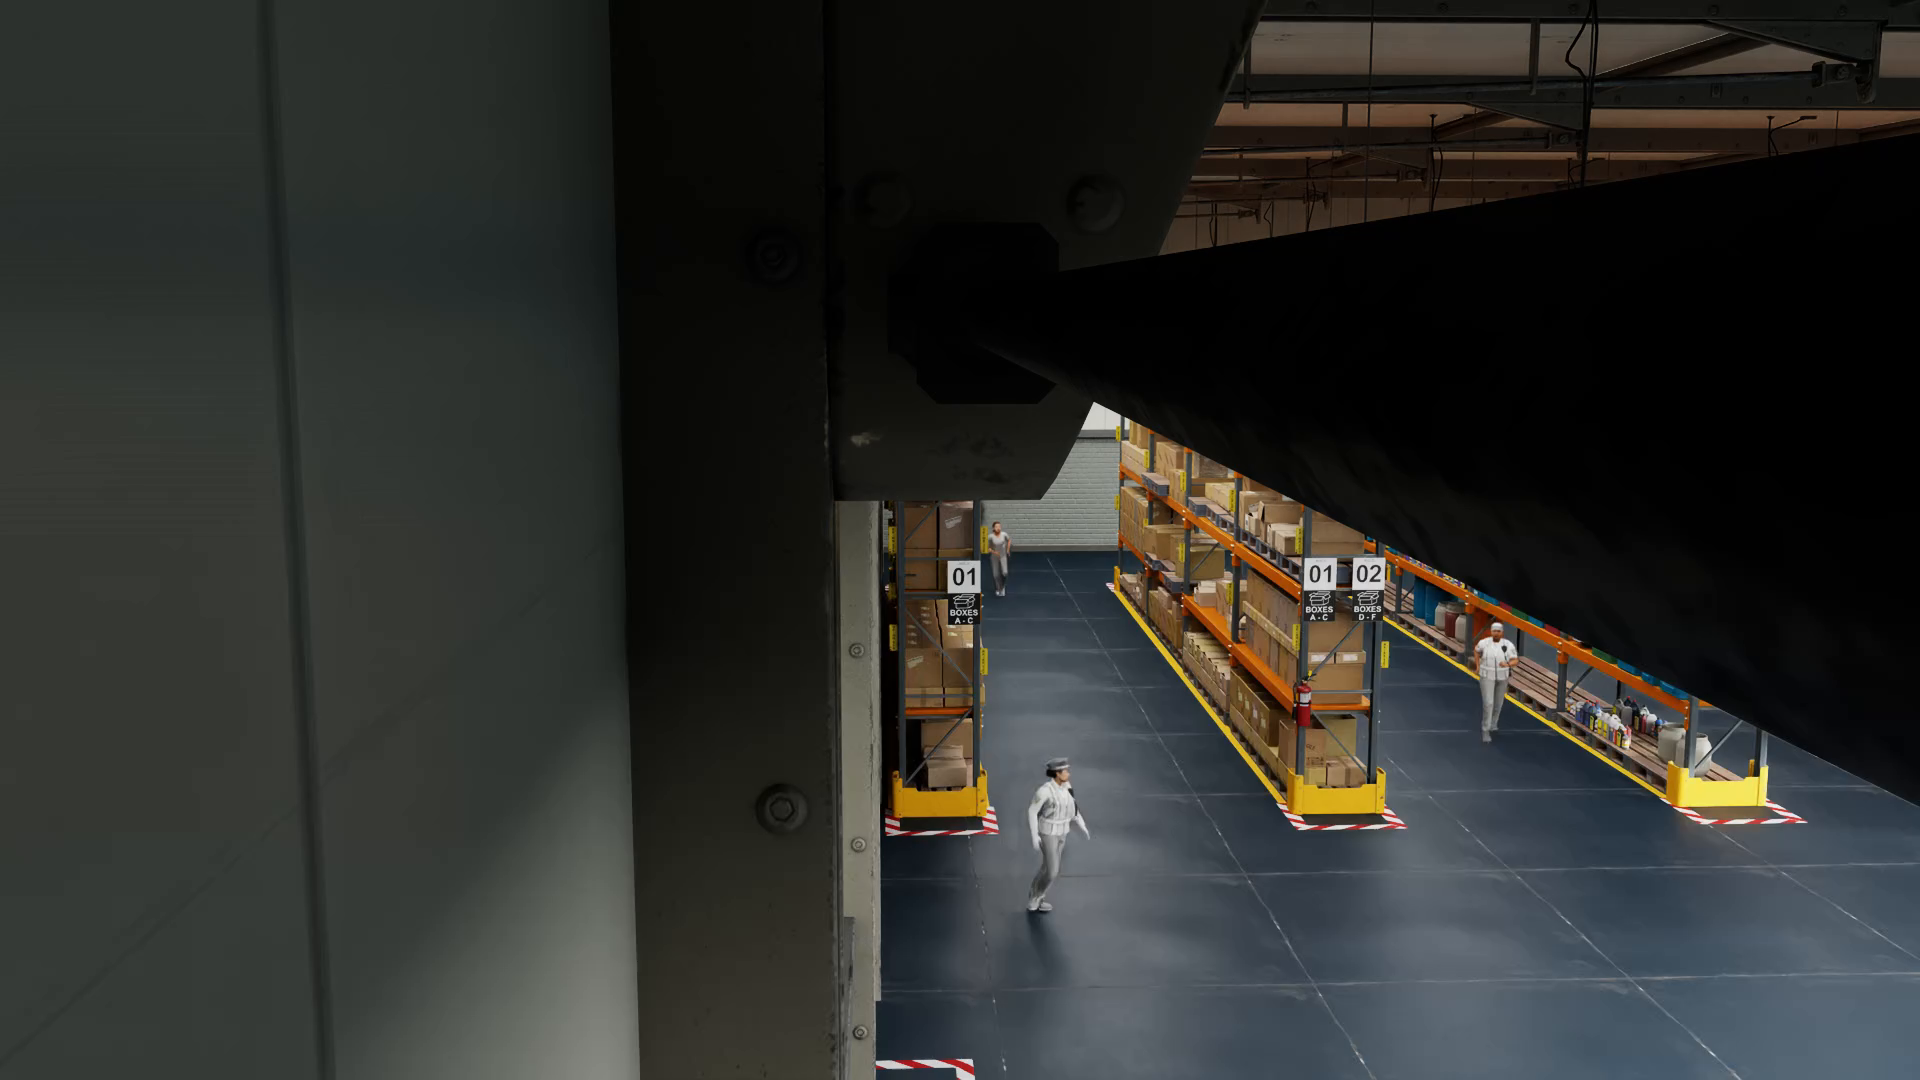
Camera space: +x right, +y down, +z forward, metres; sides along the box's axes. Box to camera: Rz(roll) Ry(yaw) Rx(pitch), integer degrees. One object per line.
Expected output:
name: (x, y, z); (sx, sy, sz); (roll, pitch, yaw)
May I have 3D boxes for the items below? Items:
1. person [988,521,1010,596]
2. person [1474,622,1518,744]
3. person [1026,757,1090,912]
person: (0.822, 0.399, 35.555); (0.581, 1.630, 0.616); (-1, 8, -9)
person: (7.772, 2.029, 24.142); (0.574, 1.713, 0.808); (1, 8, 7)
person: (0.997, 3.053, 17.206); (0.608, 1.645, 0.600); (7, 11, 40)
